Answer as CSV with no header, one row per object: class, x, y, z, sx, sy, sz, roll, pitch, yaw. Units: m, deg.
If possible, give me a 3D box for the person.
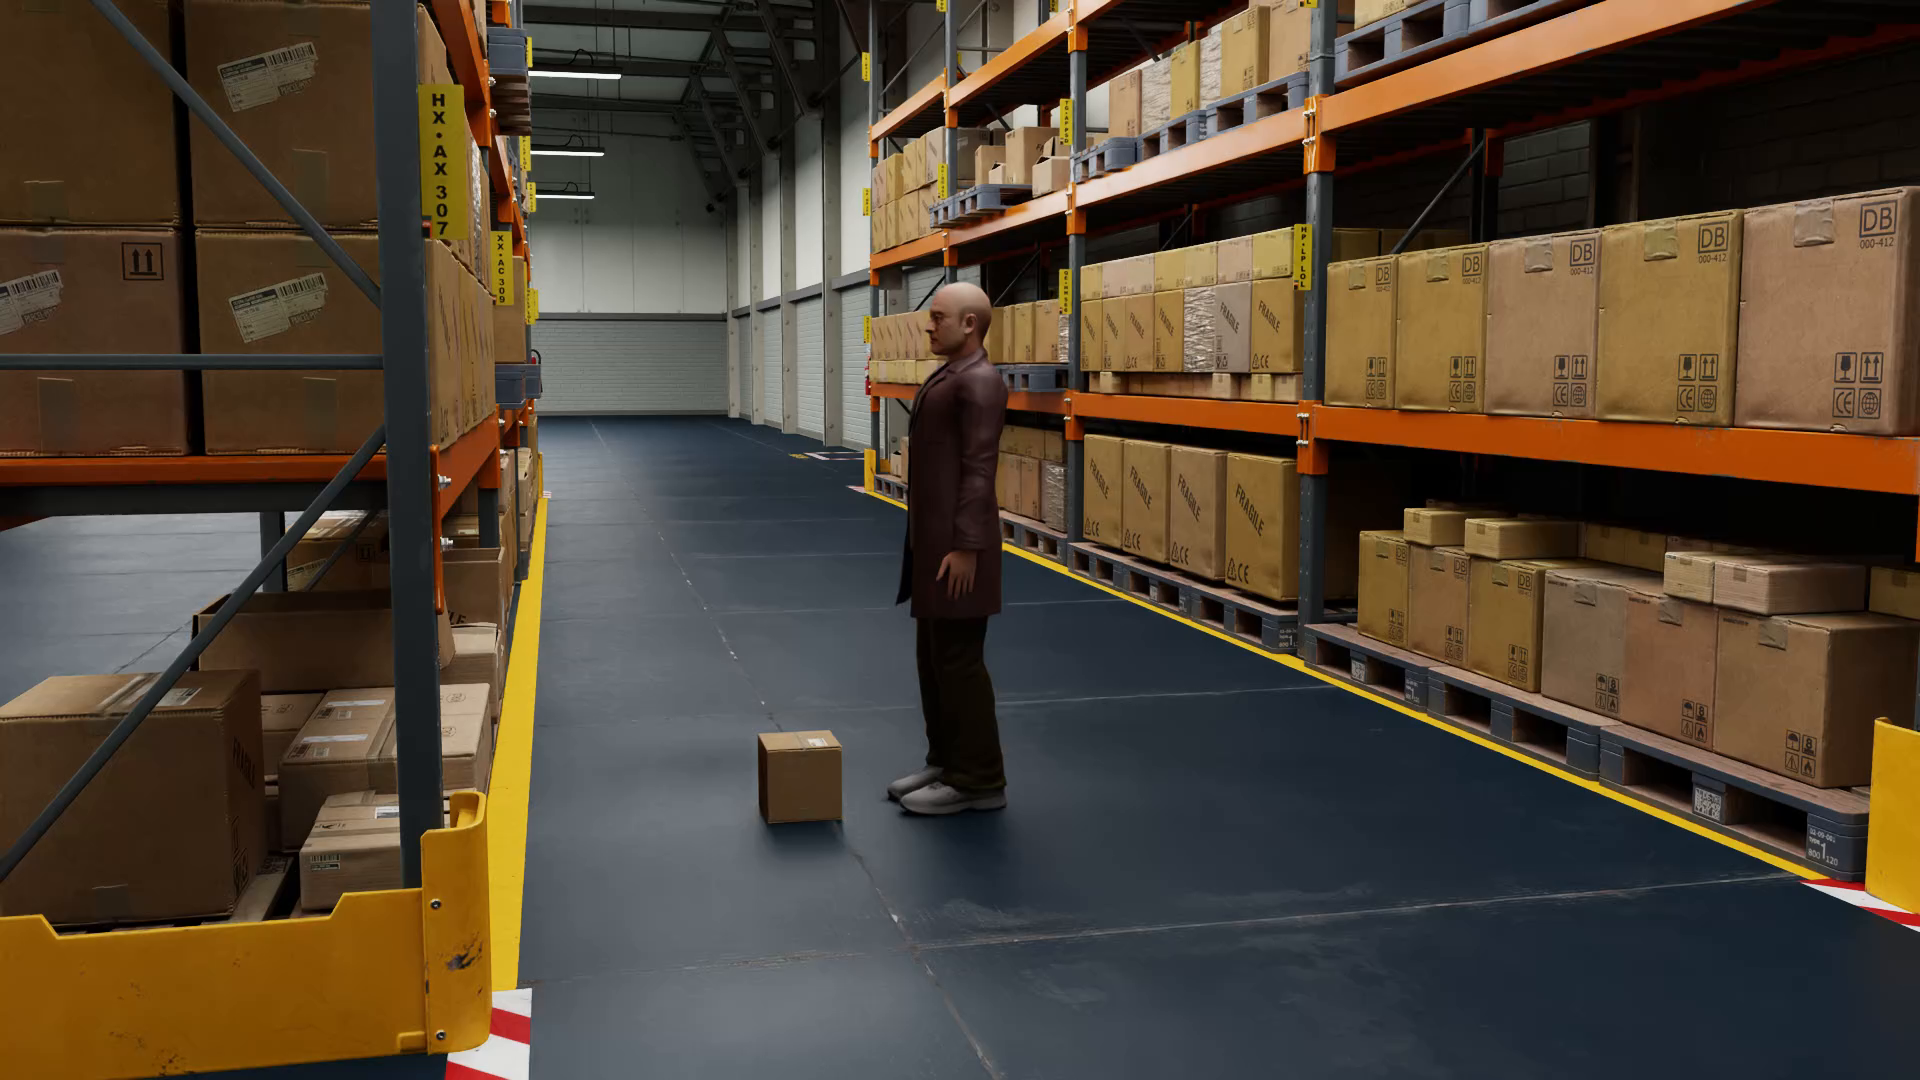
person,-0.041,0.029,5.624,0.383,1.783,0.574,-1,6,-12
